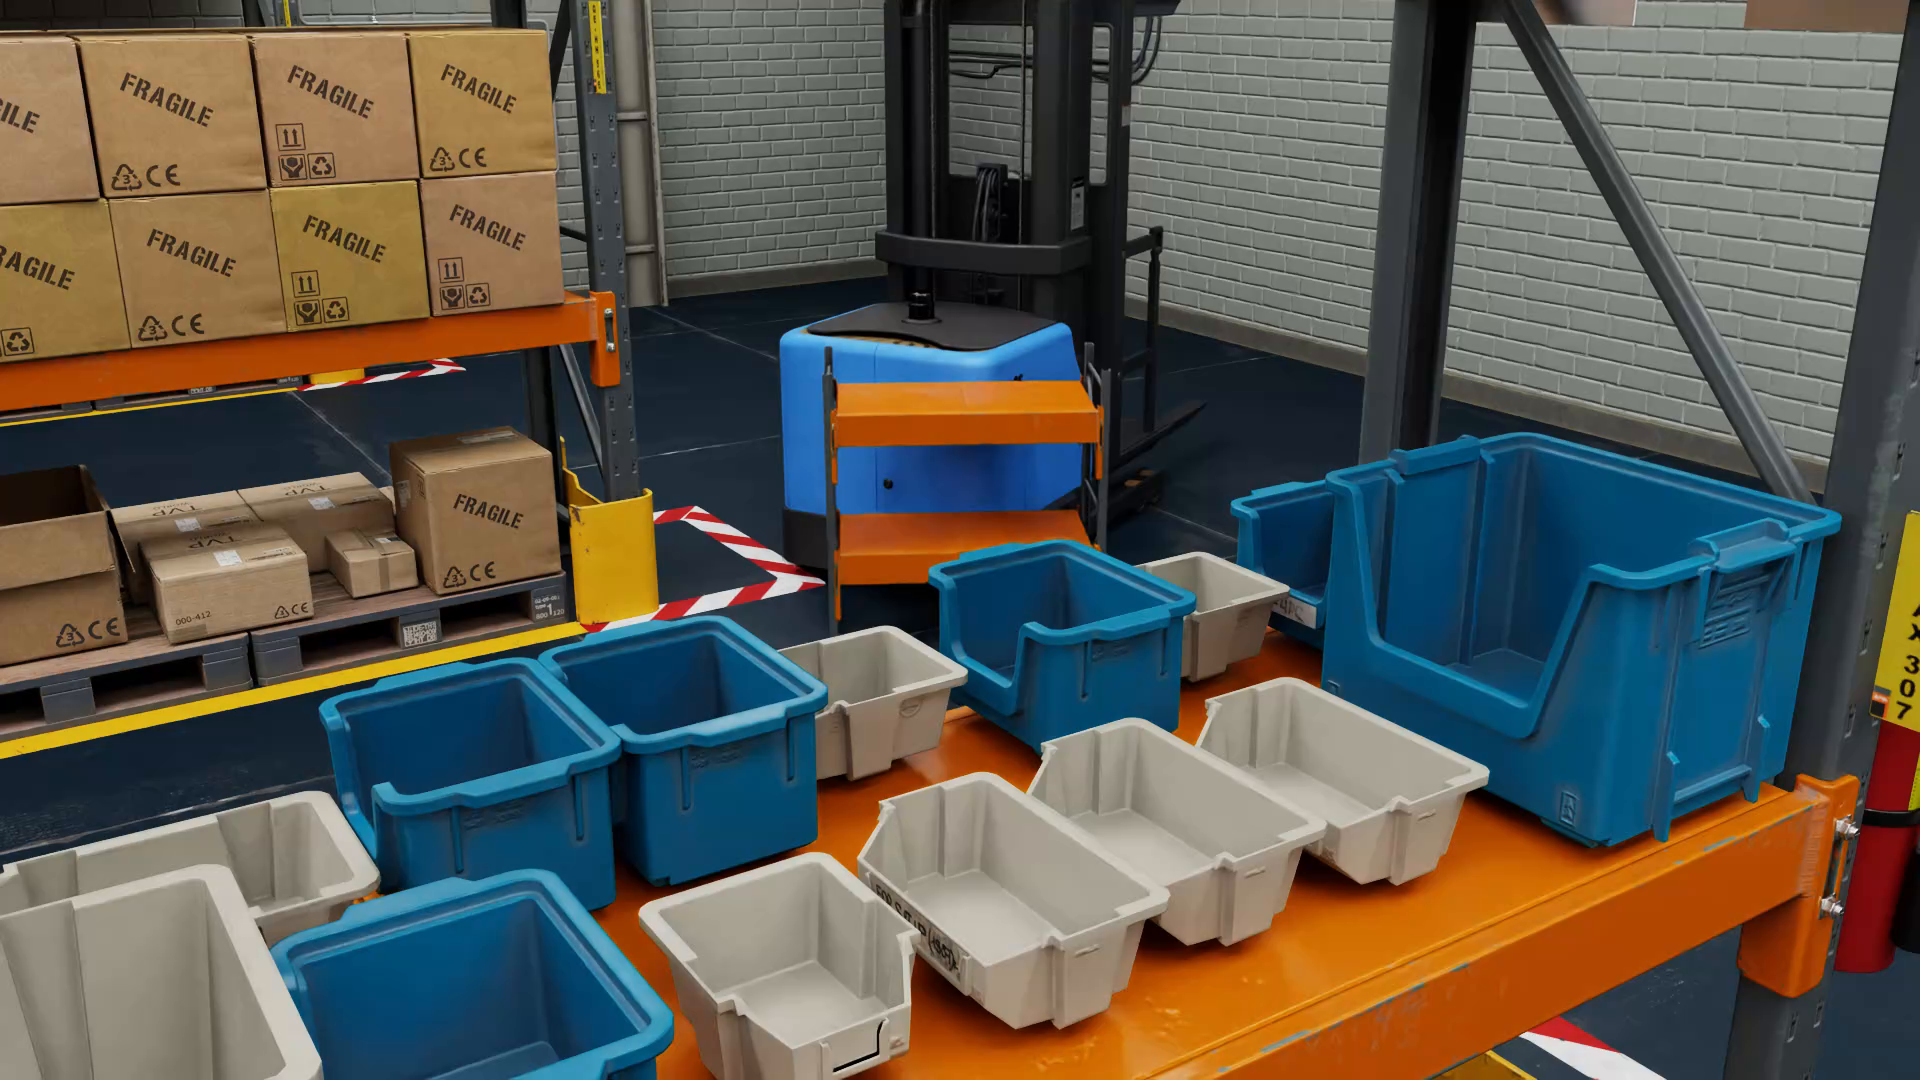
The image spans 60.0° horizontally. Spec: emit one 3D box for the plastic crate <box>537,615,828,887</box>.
[{"bbox_3d":[-0.391,0.295,2.356,0.300,0.233,0.416,-12,22,-31],"label":"plastic crate"}]

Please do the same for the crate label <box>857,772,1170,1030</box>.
[{"bbox_3d":[0.045,0.448,2.053,0.243,0.136,0.396,-12,22,-31],"label":"crate label"}]

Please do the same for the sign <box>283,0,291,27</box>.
[{"bbox_3d":[-4.066,-3.106,10.071,0.005,0.325,0.100,-12,22,-31],"label":"sign"}]

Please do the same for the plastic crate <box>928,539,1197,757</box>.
[{"bbox_3d":[0.159,0.179,2.699,0.300,0.233,0.416,-12,22,-31],"label":"plastic crate"}]

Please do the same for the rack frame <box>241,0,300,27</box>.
[{"bbox_3d":[-4.353,-2.593,10.731,0.127,3.000,1.000,-12,22,-31],"label":"rack frame"}]

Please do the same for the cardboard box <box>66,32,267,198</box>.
[{"bbox_3d":[-2.697,-1.456,5.650,0.500,0.500,0.500,-11,22,-30],"label":"cardboard box"}]

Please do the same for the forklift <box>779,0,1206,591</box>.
[{"bbox_3d":[0.369,-1.581,7.844,1.130,2.935,3.031,10,21,27],"label":"forklift"}]

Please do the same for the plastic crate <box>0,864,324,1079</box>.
[{"bbox_3d":[-0.868,0.570,1.468,0.530,0.282,0.437,-12,22,-31],"label":"plastic crate"}]

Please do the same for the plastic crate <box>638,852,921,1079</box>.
[{"bbox_3d":[-0.192,0.505,1.884,0.250,0.136,0.298,-12,22,-31],"label":"plastic crate"}]

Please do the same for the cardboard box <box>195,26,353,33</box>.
[{"bbox_3d":[-2.573,-1.688,6.337,0.500,0.500,0.500,-12,22,-31],"label":"cardboard box"}]

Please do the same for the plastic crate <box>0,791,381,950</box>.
[{"bbox_3d":[-0.956,0.471,1.986,0.466,0.136,0.293,-12,22,-31],"label":"plastic crate"}]

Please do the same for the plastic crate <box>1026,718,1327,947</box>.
[{"bbox_3d":[0.265,0.393,2.218,0.243,0.136,0.396,-12,22,-31],"label":"plastic crate"}]

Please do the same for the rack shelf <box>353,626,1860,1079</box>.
[{"bbox_3d":[-0.574,0.750,1.966,4.000,0.370,1.077,-12,22,-31],"label":"rack shelf"}]

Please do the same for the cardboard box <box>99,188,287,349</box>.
[{"bbox_3d":[-2.700,-0.986,5.820,0.500,0.500,0.500,-12,22,-31],"label":"cardboard box"}]

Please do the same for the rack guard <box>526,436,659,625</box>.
[{"bbox_3d":[-1.688,-0.071,7.174,0.348,0.500,1.175,-12,22,-31],"label":"rack guard"}]

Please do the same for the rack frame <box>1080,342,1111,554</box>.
[{"bbox_3d":[0.520,-0.162,6.467,0.032,1.125,0.500,-1,19,-3],"label":"rack frame"}]

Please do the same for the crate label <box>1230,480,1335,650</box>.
[{"bbox_3d":[0.709,0.063,3.042,0.303,0.233,0.416,-12,22,-31],"label":"crate label"}]

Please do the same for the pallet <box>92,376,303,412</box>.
[{"bbox_3d":[-4.977,-1.110,10.699,1.213,0.211,1.003,-12,22,-31],"label":"pallet"}]

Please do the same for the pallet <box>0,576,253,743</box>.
[{"bbox_3d":[-3.372,0.420,6.173,1.213,0.211,1.003,-12,22,-31],"label":"pallet"}]

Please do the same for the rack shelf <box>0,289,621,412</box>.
[{"bbox_3d":[-3.295,-0.576,5.887,4.000,0.370,1.077,-12,22,-31],"label":"rack shelf"}]

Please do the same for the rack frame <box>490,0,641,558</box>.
[{"bbox_3d":[-1.625,-1.269,6.814,0.127,3.000,1.000,-12,22,-31],"label":"rack frame"}]

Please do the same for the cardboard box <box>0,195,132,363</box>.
[{"bbox_3d":[-3.121,-0.897,5.558,0.500,0.500,0.500,-12,22,-32],"label":"cardboard box"}]

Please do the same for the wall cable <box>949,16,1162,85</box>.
[{"bbox_3d":[0.568,-4.865,12.932,0.112,2.526,3.097,-12,22,-31],"label":"wall cable"}]

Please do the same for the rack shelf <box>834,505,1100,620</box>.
[{"bbox_3d":[0.012,0.080,6.515,1.000,0.278,0.538,-1,19,-3],"label":"rack shelf"}]

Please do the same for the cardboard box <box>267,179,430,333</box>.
[{"bbox_3d":[-2.281,-1.072,6.076,0.500,0.500,0.500,-12,22,-31],"label":"cardboard box"}]

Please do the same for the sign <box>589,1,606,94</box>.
[{"bbox_3d":[-1.337,-1.815,6.128,0.005,0.325,0.100,-12,22,-31],"label":"sign"}]

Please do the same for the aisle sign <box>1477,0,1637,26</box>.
[{"bbox_3d":[0.993,-1.267,2.749,0.004,0.787,0.394,-12,22,-31],"label":"aisle sign"}]

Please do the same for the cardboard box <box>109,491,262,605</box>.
[{"bbox_3d":[-3.070,0.022,6.604,0.500,0.250,0.500,-12,22,-31],"label":"cardboard box"}]

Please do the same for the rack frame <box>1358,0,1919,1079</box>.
[{"bbox_3d":[1.098,0.058,2.890,0.053,2.616,0.949,-12,22,-31],"label":"rack frame"}]

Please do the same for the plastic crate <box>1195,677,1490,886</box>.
[{"bbox_3d":[0.515,0.346,2.357,0.243,0.136,0.396,-12,22,-31],"label":"plastic crate"}]

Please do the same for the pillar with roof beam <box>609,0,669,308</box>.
[{"bbox_3d":[-0.206,-4.990,8.455,0.400,9.000,9.100,-12,22,-31],"label":"pillar with roof beam"}]

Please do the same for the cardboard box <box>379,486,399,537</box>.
[{"bbox_3d":[-2.373,-0.109,7.120,0.250,0.166,0.380,-12,22,-31],"label":"cardboard box"}]

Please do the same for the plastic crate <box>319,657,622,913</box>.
[{"bbox_3d":[-0.641,0.348,2.199,0.300,0.233,0.416,-12,22,-31],"label":"plastic crate"}]

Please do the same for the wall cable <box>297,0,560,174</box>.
[{"bbox_3d":[-3.803,-3.553,11.984,1.851,1.984,0.084,-12,22,-31],"label":"wall cable"}]

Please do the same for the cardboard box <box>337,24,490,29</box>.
[{"bbox_3d":[-2.141,-1.782,6.615,0.500,0.500,0.500,-11,22,-30],"label":"cardboard box"}]

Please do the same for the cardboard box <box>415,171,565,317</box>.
[{"bbox_3d":[-1.849,-1.164,6.349,0.500,0.500,0.500,-11,22,-30],"label":"cardboard box"}]

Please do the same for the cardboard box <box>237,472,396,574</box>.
[{"bbox_3d":[-2.653,-0.066,6.864,0.500,0.250,0.500,-12,22,-31],"label":"cardboard box"}]

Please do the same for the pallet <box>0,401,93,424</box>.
[{"bbox_3d":[-5.995,-0.897,10.067,1.213,0.211,1.003,-12,22,-31],"label":"pallet"}]

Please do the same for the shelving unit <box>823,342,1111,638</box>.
[{"bbox_3d":[0.012,-0.152,6.436,1.048,1.125,0.538,-1,19,-3],"label":"shelving unit"}]

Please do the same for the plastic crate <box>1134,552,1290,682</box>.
[{"bbox_3d":[0.395,0.143,2.955,0.298,0.136,0.250,-12,22,-31],"label":"plastic crate"}]

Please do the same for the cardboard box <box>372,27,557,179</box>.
[{"bbox_3d":[-1.845,-1.638,6.188,0.500,0.500,0.500,-12,22,-32],"label":"cardboard box"}]

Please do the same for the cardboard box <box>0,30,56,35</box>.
[{"bbox_3d":[-3.417,-1.511,5.814,0.500,0.500,0.500,-12,22,-32],"label":"cardboard box"}]

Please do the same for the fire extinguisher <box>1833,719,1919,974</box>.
[{"bbox_3d":[1.472,0.365,2.684,0.183,0.674,0.296,-12,22,-31],"label":"fire extinguisher"}]

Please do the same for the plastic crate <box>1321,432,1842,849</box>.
[{"bbox_3d":[0.919,0.121,2.555,0.499,0.435,0.616,-12,22,-31],"label":"plastic crate"}]

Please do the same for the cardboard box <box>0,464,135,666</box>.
[{"bbox_3d":[-3.399,0.078,6.042,0.637,0.503,0.797,-12,22,-31],"label":"cardboard box"}]

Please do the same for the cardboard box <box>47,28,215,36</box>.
[{"bbox_3d":[-2.994,-1.601,6.080,0.500,0.500,0.500,-12,22,-31],"label":"cardboard box"}]

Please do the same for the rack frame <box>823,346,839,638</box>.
[{"bbox_3d":[-0.495,-0.141,6.405,0.032,1.125,0.500,-1,19,-3],"label":"rack frame"}]

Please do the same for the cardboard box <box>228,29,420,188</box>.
[{"bbox_3d":[-2.267,-1.548,5.924,0.500,0.500,0.500,-11,22,-30],"label":"cardboard box"}]

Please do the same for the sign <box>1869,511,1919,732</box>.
[{"bbox_3d":[1.412,0.124,2.440,0.005,0.325,0.100,-12,22,-31],"label":"sign"}]

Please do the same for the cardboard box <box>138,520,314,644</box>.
[{"bbox_3d":[-2.754,0.147,6.234,0.500,0.250,0.500,-12,22,-31],"label":"cardboard box"}]

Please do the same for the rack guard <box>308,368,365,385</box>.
[{"bbox_3d":[-4.332,-1.413,11.144,0.348,0.500,1.175,-12,22,-31],"label":"rack guard"}]

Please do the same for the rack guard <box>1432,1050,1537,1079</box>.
[{"bbox_3d":[1.109,1.233,3.316,0.348,0.500,1.175,-12,22,-31],"label":"rack guard"}]

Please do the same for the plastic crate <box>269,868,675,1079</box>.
[{"bbox_3d":[-0.478,0.538,1.637,0.300,0.233,0.416,-12,22,-31],"label":"plastic crate"}]

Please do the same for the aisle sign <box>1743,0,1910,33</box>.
[{"bbox_3d":[1.317,-1.109,2.282,0.004,0.787,0.394,-12,22,-31],"label":"aisle sign"}]

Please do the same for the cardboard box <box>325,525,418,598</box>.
[{"bbox_3d":[-2.331,0.074,6.579,0.250,0.166,0.380,-12,22,-31],"label":"cardboard box"}]

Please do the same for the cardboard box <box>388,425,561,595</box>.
[{"bbox_3d":[-1.944,-0.131,6.665,0.500,0.500,0.500,-12,22,-31],"label":"cardboard box"}]

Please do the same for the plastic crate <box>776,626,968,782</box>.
[{"bbox_3d":[-0.171,0.263,2.602,0.298,0.136,0.250,-12,22,-31],"label":"plastic crate"}]

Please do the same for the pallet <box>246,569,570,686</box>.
[{"bbox_3d":[-2.354,0.207,6.805,1.213,0.211,1.003,-12,22,-31],"label":"pallet"}]

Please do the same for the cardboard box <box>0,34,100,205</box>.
[{"bbox_3d":[-3.126,-1.365,5.383,0.500,0.500,0.500,-11,22,-30],"label":"cardboard box"}]

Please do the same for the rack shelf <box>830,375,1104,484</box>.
[{"bbox_3d":[0.012,-0.429,6.342,1.000,0.278,0.538,-1,19,-3],"label":"rack shelf"}]
